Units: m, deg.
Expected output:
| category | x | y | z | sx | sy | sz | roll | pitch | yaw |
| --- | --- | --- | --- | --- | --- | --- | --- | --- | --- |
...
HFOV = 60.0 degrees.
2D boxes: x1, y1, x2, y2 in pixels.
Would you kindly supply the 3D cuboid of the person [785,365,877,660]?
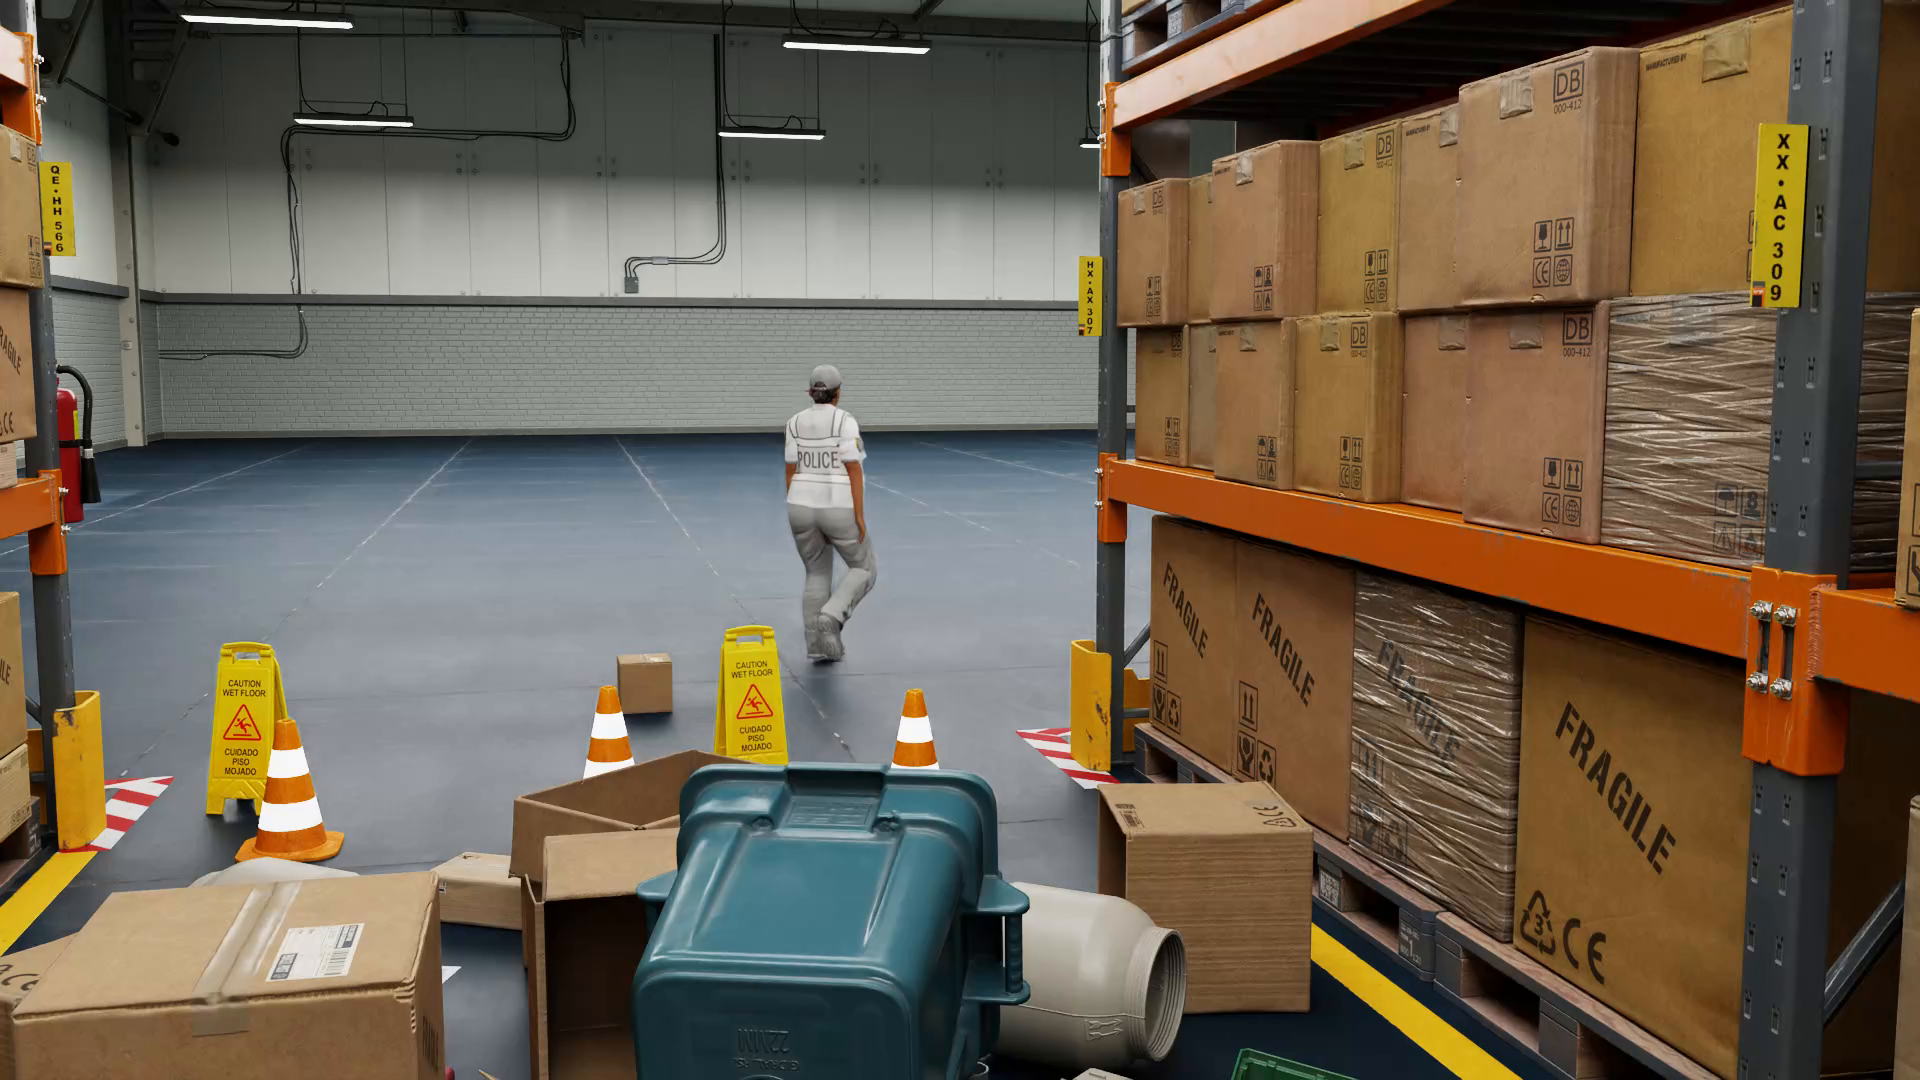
| category | x | y | z | sx | sy | sz | roll | pitch | yaw |
| --- | --- | --- | --- | --- | --- | --- | --- | --- | --- |
| person | -0.754 | -0.147 | 9.286 | 0.502 | 1.652 | 0.498 | 3 | 7 | 23 |
